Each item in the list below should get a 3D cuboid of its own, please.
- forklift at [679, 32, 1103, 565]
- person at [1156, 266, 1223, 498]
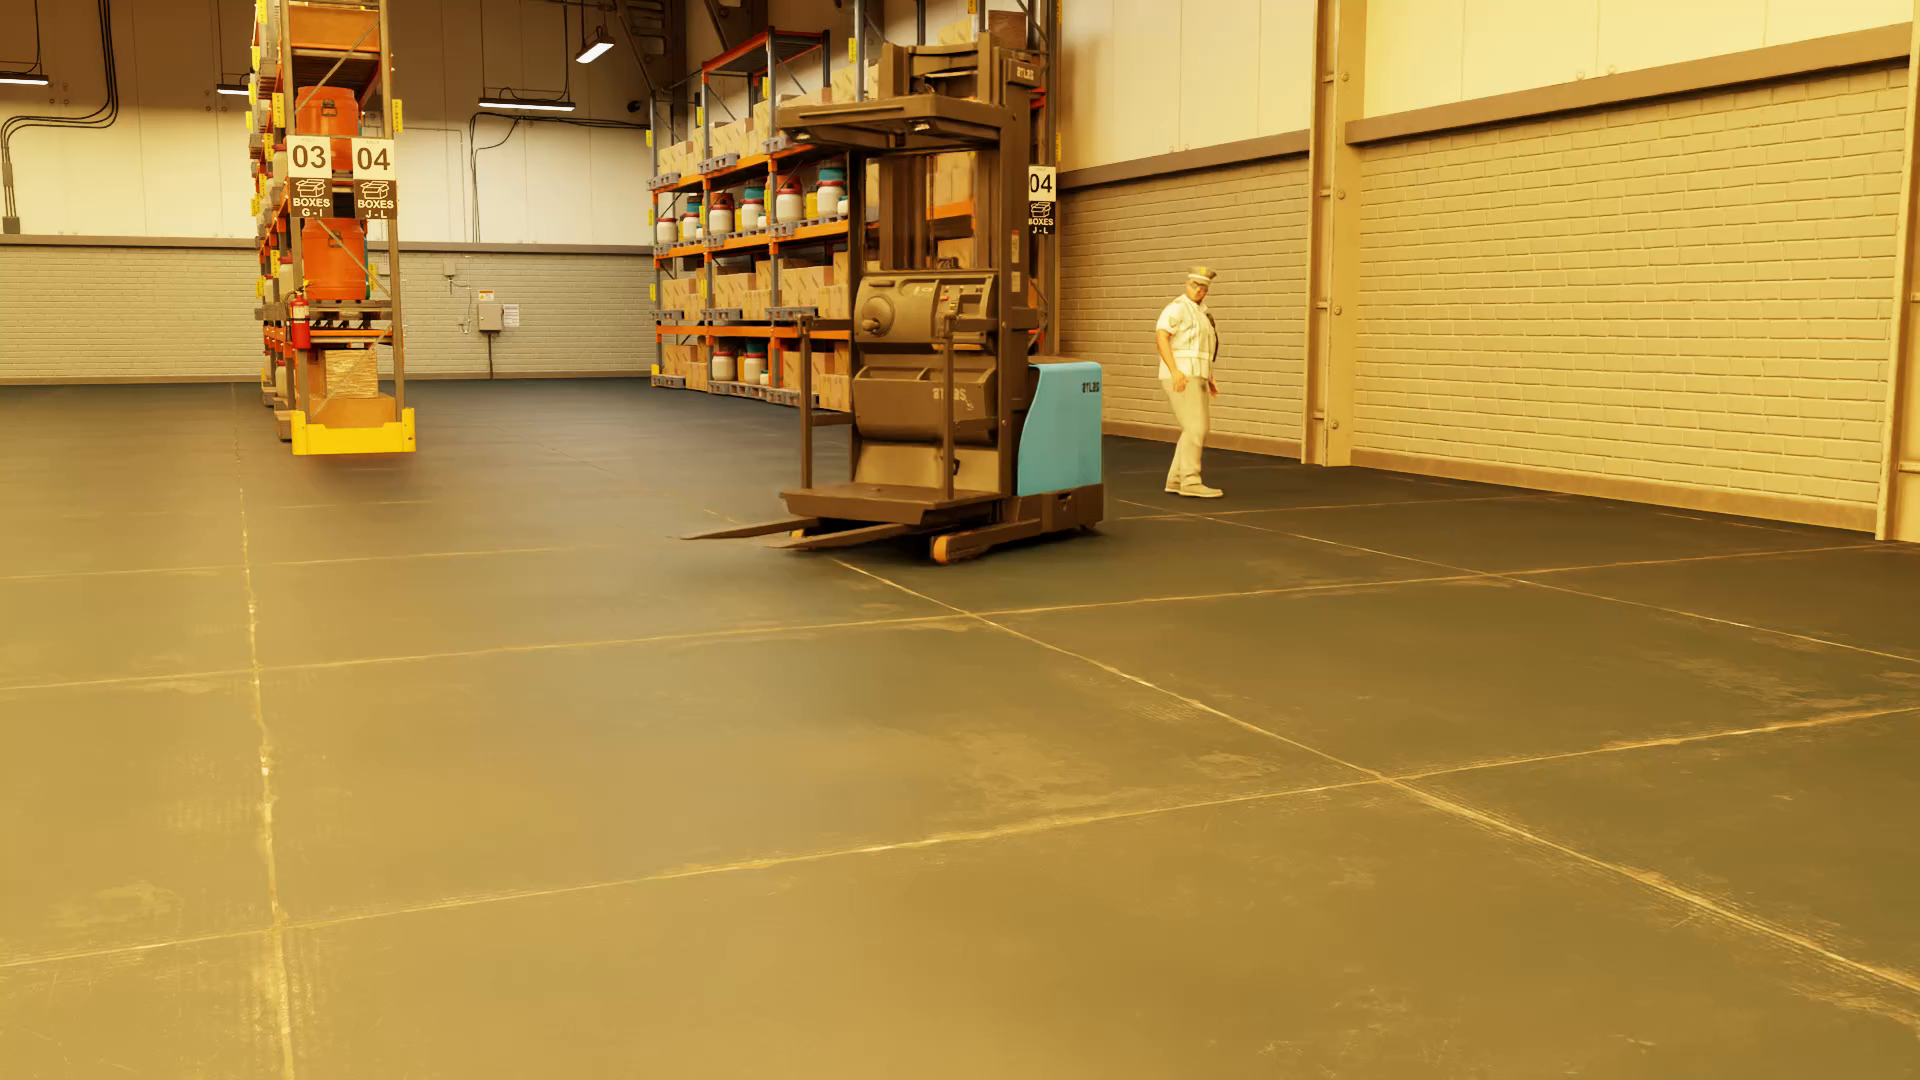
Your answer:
[{"bbox_3d":[-0.329,-1.385,9.443,1.130,2.935,3.031,5,9,33],"label":"forklift"},{"bbox_3d":[1.808,-1.209,12.679,0.520,1.738,0.750,3,8,23],"label":"person"}]
